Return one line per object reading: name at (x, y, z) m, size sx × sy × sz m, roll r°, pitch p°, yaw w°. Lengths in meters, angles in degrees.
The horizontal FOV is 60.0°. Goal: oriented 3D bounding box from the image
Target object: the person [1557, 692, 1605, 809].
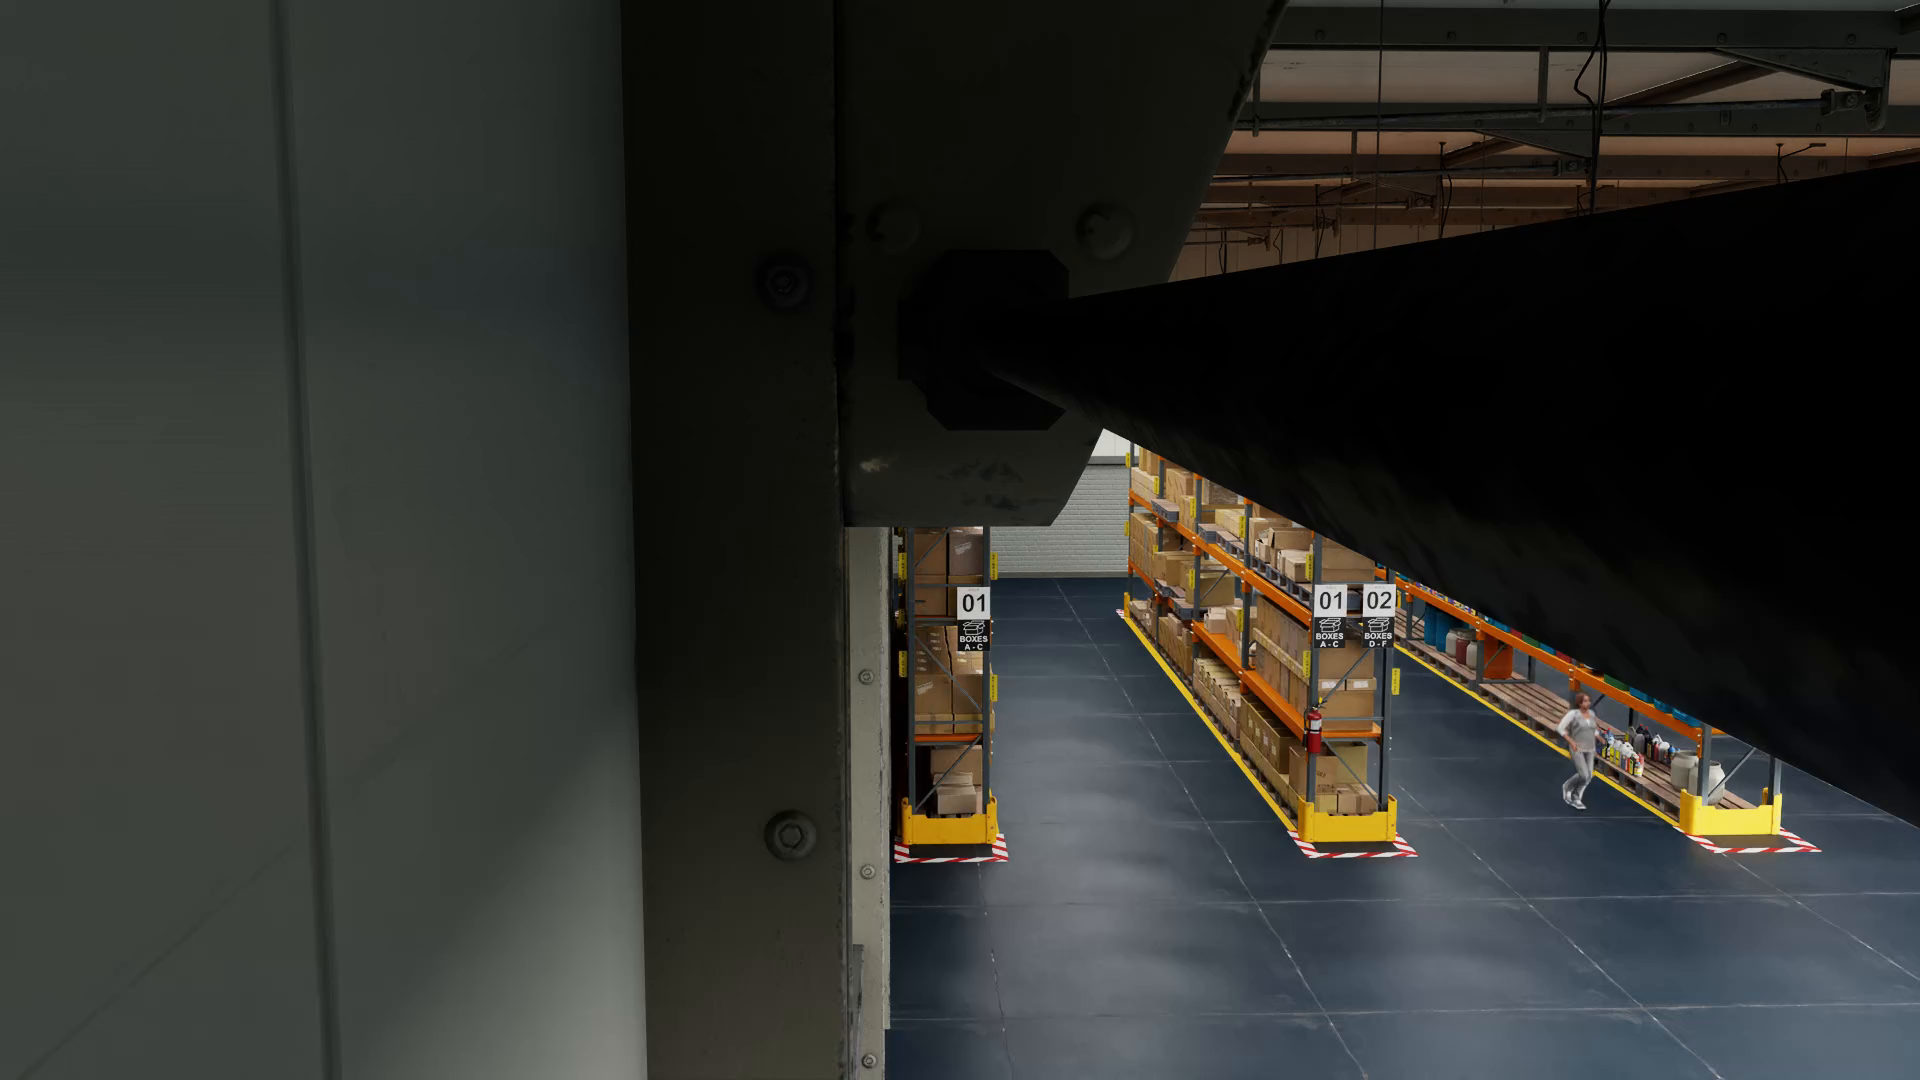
person at (8.167, 2.773, 21.786) m, size 0.531 × 1.556 × 0.540 m, roll -2°, pitch 8°, yaw -17°
